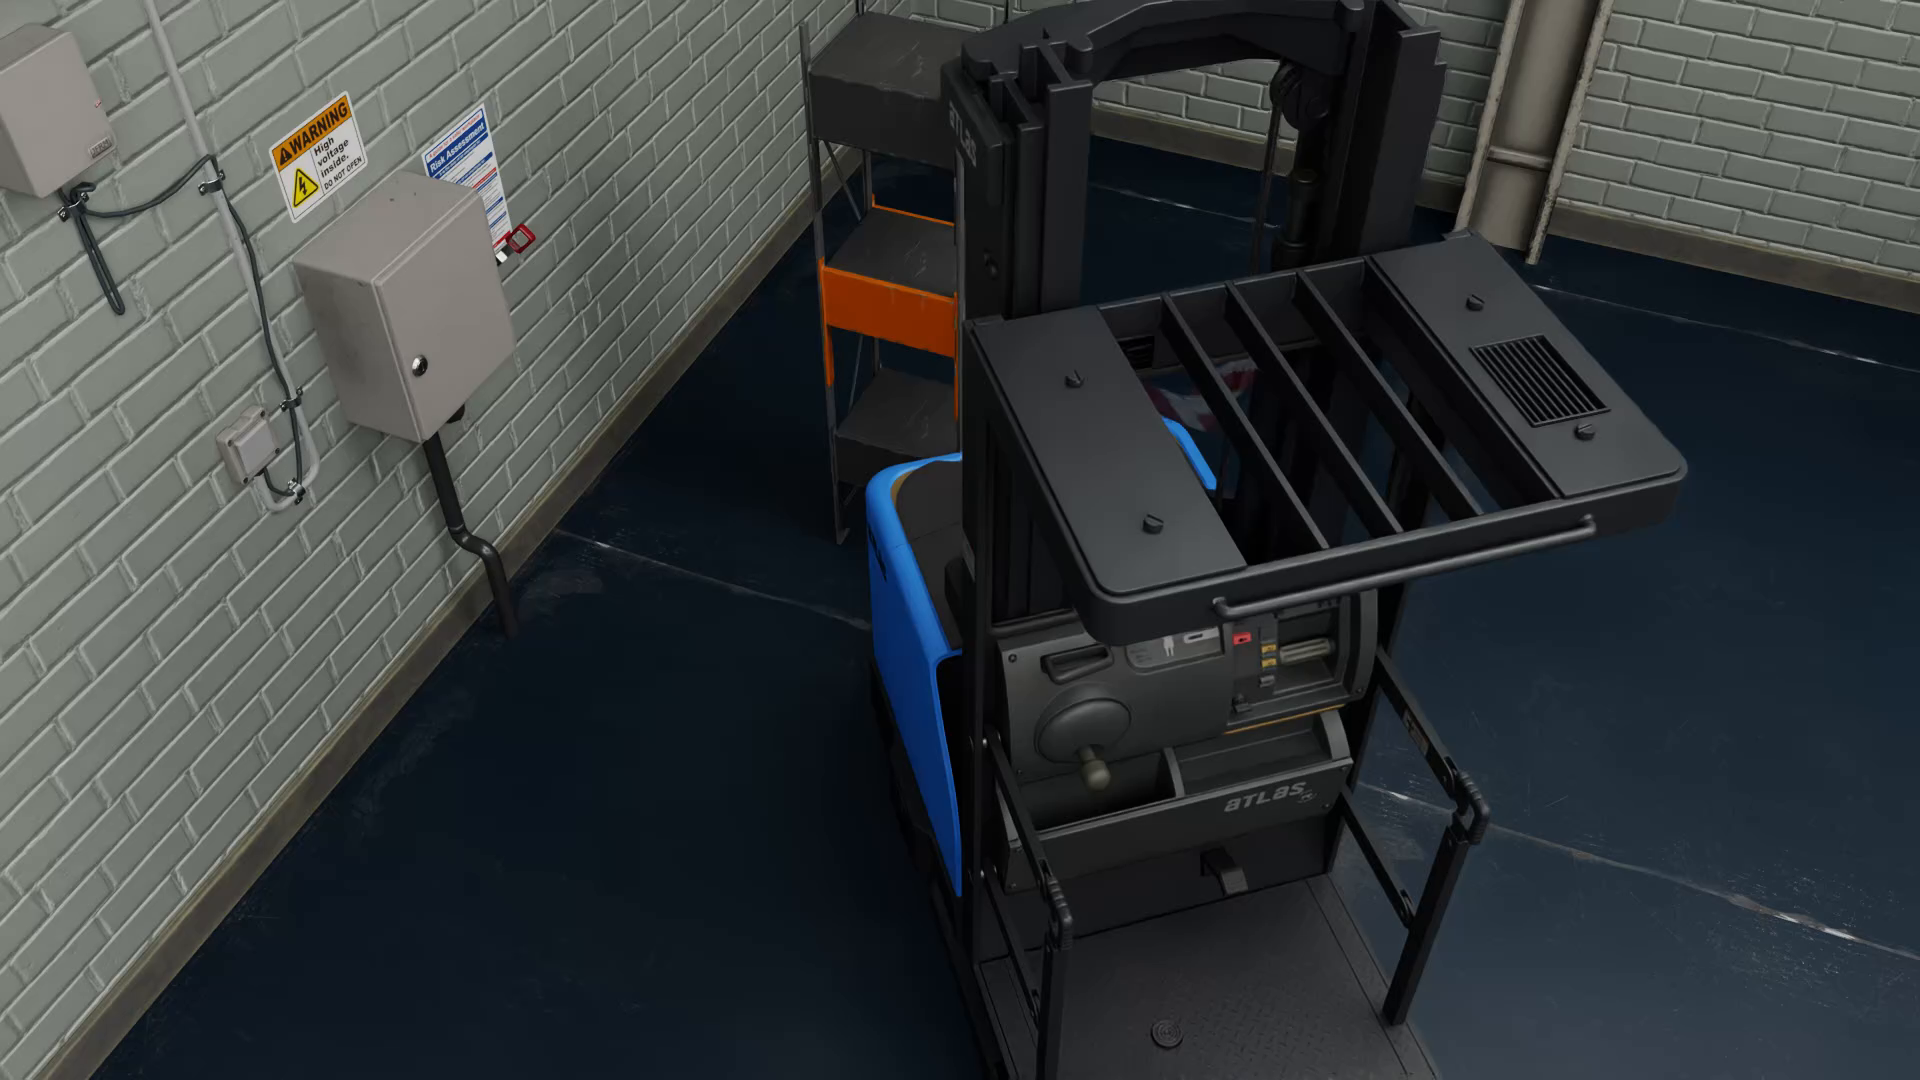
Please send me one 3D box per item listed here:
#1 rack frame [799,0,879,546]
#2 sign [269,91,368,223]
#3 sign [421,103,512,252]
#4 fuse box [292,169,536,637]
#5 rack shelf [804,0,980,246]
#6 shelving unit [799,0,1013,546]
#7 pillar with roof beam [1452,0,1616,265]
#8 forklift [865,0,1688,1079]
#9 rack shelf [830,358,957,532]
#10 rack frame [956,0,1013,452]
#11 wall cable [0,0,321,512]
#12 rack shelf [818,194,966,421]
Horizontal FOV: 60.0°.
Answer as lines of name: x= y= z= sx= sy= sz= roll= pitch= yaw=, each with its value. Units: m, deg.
rack frame: x=-0.378 y=-0.856 z=5.621 sx=0.015 sy=2.100 sz=0.400 roll=16 pitch=47 yaw=16
sign: x=-1.772 y=-1.061 z=4.605 sx=0.001 sy=0.242 sz=0.339 roll=16 pitch=47 yaw=16
sign: x=-1.560 y=-1.093 z=5.289 sx=0.001 sy=0.494 sz=0.329 roll=16 pitch=47 yaw=16
fuse box: x=-1.559 y=-0.292 z=5.330 sx=0.414 sy=1.711 sz=0.539 roll=16 pitch=47 yaw=16
rack shelf: x=-0.153 y=-1.276 z=5.070 sx=0.480 sy=0.518 sz=0.431 roll=16 pitch=47 yaw=16
shelving unit: x=-0.153 y=-0.789 z=5.555 sx=0.503 sy=2.100 sz=0.431 roll=16 pitch=47 yaw=16
pillar with roof beam: x=0.819 y=-1.780 z=1.659 sx=0.400 sy=9.000 sz=9.100 roll=16 pitch=47 yaw=16
forklift: x=0.610 y=0.413 z=3.757 sx=1.130 sy=2.935 sz=3.031 roll=-12 pitch=46 yaw=-12
rack shelf: x=-0.153 y=-0.283 z=6.058 sx=0.480 sy=0.518 sz=0.431 roll=16 pitch=47 yaw=16
rack frame: x=0.072 y=-0.723 z=5.488 sx=0.015 sy=2.100 sz=0.400 roll=16 pitch=47 yaw=16
wall cable: x=-1.967 y=-0.707 z=4.114 sx=0.122 sy=1.984 sz=0.588 roll=16 pitch=47 yaw=16
rack shelf: x=-0.153 y=-0.780 z=5.564 sx=0.480 sy=0.518 sz=0.431 roll=16 pitch=47 yaw=16
